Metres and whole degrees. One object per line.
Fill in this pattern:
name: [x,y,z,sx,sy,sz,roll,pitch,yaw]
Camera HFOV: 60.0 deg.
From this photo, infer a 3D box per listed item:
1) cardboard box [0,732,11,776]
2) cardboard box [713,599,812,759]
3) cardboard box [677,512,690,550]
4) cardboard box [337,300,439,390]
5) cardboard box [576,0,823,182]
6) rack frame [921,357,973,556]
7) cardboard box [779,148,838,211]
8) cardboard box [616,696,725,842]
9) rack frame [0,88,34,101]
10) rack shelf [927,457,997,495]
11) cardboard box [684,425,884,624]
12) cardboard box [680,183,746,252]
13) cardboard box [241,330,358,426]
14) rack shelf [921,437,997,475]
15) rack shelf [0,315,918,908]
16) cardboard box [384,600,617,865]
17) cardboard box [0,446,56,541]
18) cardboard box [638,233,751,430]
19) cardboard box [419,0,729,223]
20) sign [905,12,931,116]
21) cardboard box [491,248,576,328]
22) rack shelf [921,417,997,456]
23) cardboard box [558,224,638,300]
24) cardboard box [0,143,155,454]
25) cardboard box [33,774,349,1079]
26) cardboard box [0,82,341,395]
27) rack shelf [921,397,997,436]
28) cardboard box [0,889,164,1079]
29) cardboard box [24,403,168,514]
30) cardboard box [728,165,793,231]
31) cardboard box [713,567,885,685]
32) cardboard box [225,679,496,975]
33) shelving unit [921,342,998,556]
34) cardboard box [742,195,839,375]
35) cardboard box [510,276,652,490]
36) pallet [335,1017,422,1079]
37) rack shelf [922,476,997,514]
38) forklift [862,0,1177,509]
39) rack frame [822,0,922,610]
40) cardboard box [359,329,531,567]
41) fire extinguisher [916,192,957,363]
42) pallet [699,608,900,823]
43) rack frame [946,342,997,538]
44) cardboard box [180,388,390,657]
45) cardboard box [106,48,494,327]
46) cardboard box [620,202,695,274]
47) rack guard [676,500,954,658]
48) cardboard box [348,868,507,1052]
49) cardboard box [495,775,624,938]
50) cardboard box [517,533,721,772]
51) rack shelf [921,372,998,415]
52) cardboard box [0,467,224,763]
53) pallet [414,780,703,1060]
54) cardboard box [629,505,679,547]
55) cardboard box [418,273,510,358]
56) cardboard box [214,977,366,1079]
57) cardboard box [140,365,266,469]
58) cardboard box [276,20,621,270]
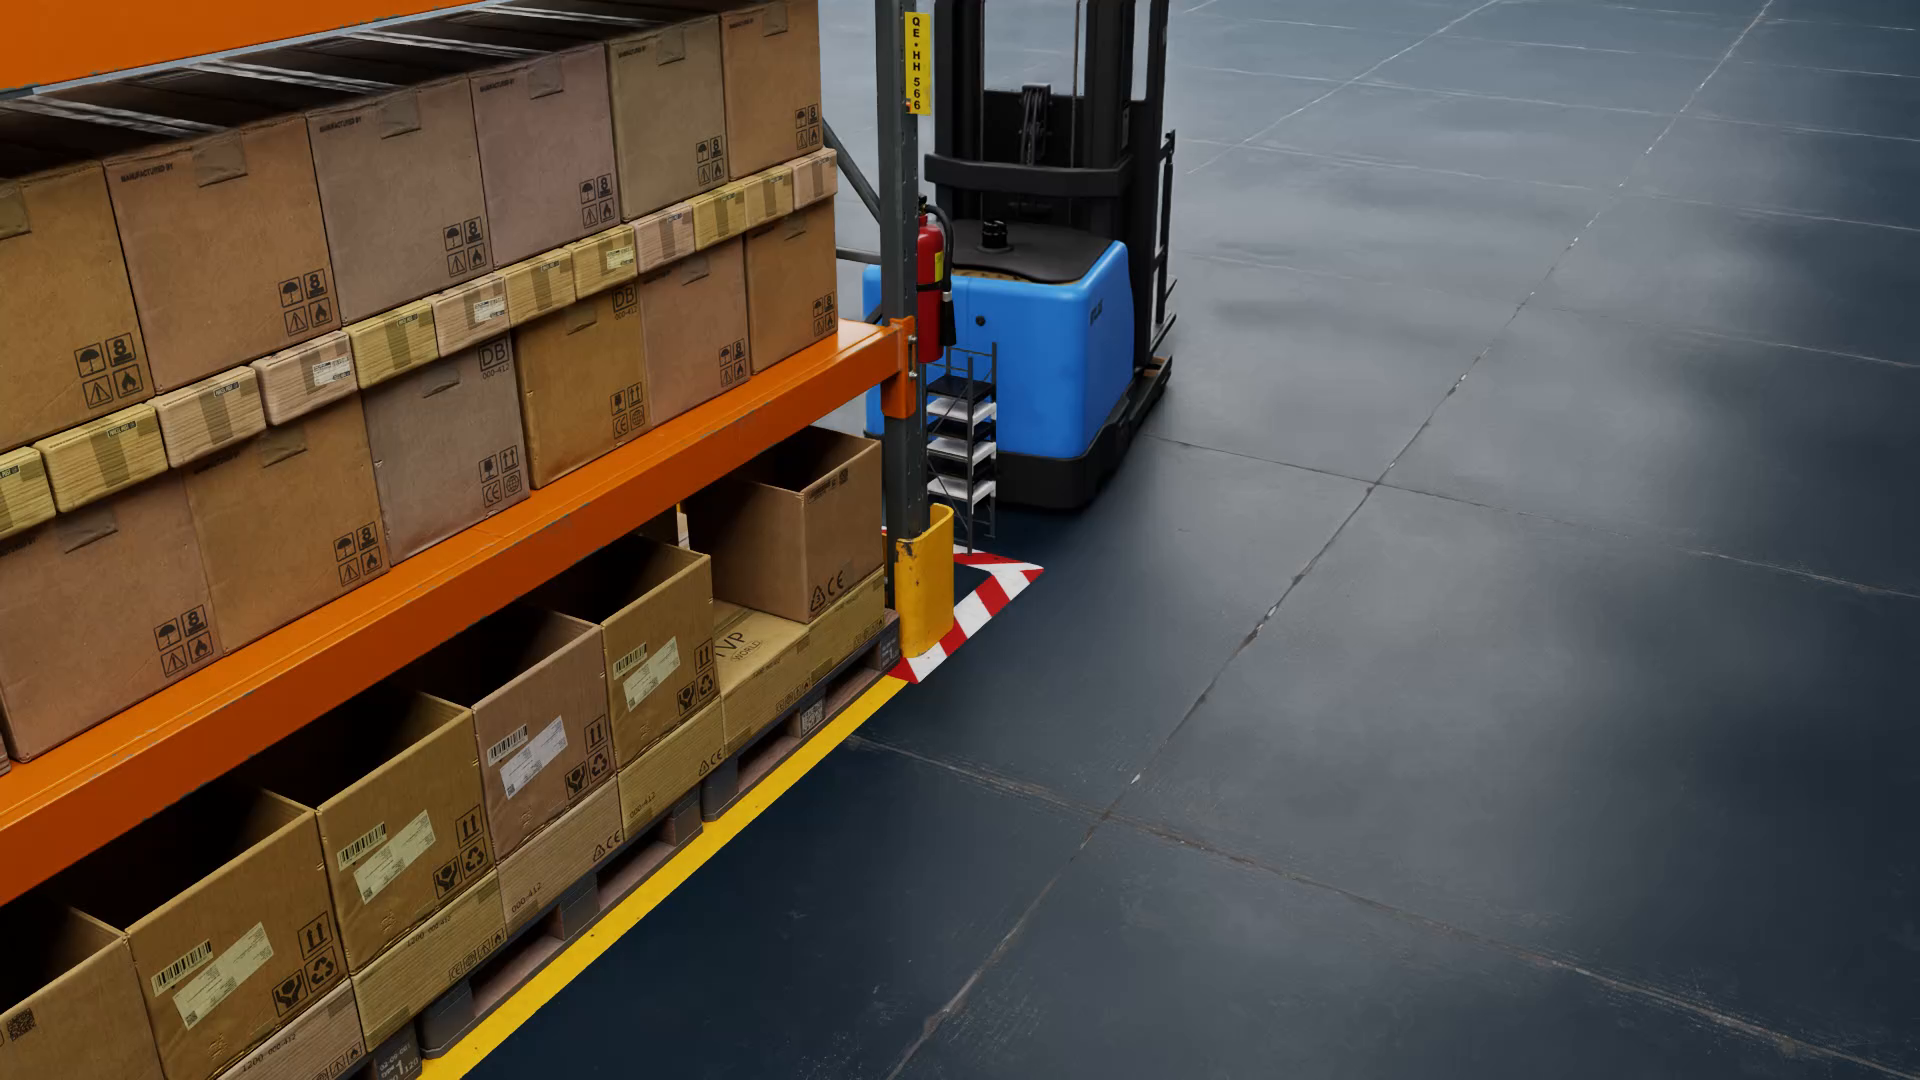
cardboard box: [-2.361,0.274,3.240,0.700,0.500,0.500,13,30,25]
cardboard box: [-0.849,0.448,5.607,0.500,0.250,0.500,14,30,26]
cardboard box: [-1.064,0.136,6.230,0.500,0.250,0.500,14,30,26]
cardboard box: [-1.514,-0.508,4.078,0.380,0.149,0.250,14,30,26]
cardboard box: [-0.873,-1.491,5.316,0.700,0.500,0.500,14,30,26]
rack frame: [-0.054,-0.360,6.963,0.240,0.900,0.006,14,30,26]
cardboard box: [-0.628,-1.210,5.479,0.380,0.149,0.250,14,30,25]
cardboard box: [-1.093,0.643,5.217,0.500,0.250,0.500,14,30,26]
rack frame: [-4.917,-2.158,8.210,1.000,3.000,0.127,14,30,26]
rack shelf: [-0.004,-0.289,7.098,0.258,0.077,0.200,14,30,26]
cardboard box: [-0.611,-0.085,5.833,0.500,0.500,0.500,14,30,26]
cardboard box: [-0.882,-1.008,5.076,0.380,0.149,0.250,14,30,25]
cardboard box: [-1.643,-0.407,3.875,0.380,0.149,0.250,13,30,25]
rack shelf: [-0.004,-0.370,7.057,0.258,0.077,0.200,14,30,26]
rack shelf: [-1.590,0.035,4.632,1.077,0.370,4.000,14,30,26]
cardboard box: [-1.337,0.503,4.660,0.500,0.500,0.500,14,30,26]
cardboard box: [-2.024,-0.103,3.268,0.380,0.149,0.250,13,30,25]
cardboard box: [-1.101,-0.726,5.237,0.700,0.500,0.500,15,30,27]
cardboard box: [-1.127,-1.285,4.904,0.700,0.500,0.500,13,30,25]
sign: [-0.141,-1.565,5.466,0.100,0.325,0.005,14,30,26]
cardboard box: [-1.264,-0.705,4.470,0.380,0.149,0.250,15,30,27]
rack shelf: [-0.004,-0.450,7.017,0.258,0.077,0.200,14,30,26]
cardboard box: [-1.136,-0.808,4.676,0.380,0.149,0.250,15,30,28]
cardboard box: [-2.114,-0.503,3.343,0.700,0.500,0.500,14,30,26]
cardboard box: [-1.834,0.891,3.884,0.500,0.500,0.500,14,30,26]
cardboard box: [-1.867,-0.698,3.733,0.700,0.500,0.500,14,30,26]
rack shelf: [-0.004,-0.531,6.977,0.258,0.077,0.200,14,30,26]
cardboard box: [-2.073,1.088,3.491,0.500,0.500,0.500,14,30,26]
cardboard box: [-1.897,-0.205,3.472,0.380,0.149,0.250,14,30,26]
cardboard box: [-0.756,-1.107,5.275,0.380,0.149,0.250,15,30,27]
cardboard box: [-0.613,0.250,6.002,0.500,0.250,0.500,14,30,26]
cardboard box: [-1.582,0.698,4.269,0.500,0.500,0.500,14,30,26]
shelving unit: [-0.004,-0.399,7.042,0.258,0.900,0.210,14,30,26]
cardboard box: [-0.847,-0.931,5.648,0.700,0.500,0.500,14,30,26]
cardboard box: [-1.351,-0.533,4.853,0.700,0.500,0.500,14,30,26]
pallet: [-2.146,1.439,4.139,1.003,0.211,1.213,14,30,26]
rack shelf: [-0.004,-0.209,7.138,0.258,0.077,0.200,14,30,26]
forklift: [0.497,-2.087,8.145,1.130,2.935,3.031,8,28,16]
rack frame: [-0.606,-1.066,6.028,1.000,3.000,0.127,14,30,26]
cardboard box: [-1.606,-0.327,4.441,0.700,0.500,0.500,15,30,28]
fire extinguisher: [-0.144,-0.975,5.933,0.296,0.674,0.183,14,30,26]
pallet: [-0.946,0.488,6.038,1.003,0.211,1.213,14,30,26]
rack frame: [0.046,-0.439,7.122,0.240,0.900,0.006,14,30,26]
cardboard box: [-1.857,-0.128,4.042,0.700,0.500,0.500,15,30,27]
cardboard box: [-1.621,-0.893,4.122,0.700,0.500,0.500,14,30,26]
cardboard box: [-1.007,-0.910,4.881,0.380,0.149,0.250,15,30,27]
rack guard: [-0.595,0.043,6.606,1.175,0.500,0.348,14,30,26]
cardboard box: [-1.581,1.033,4.437,0.500,0.250,0.500,14,30,26]
cardboard box: [-1.340,0.837,4.829,0.500,0.250,0.500,14,30,26]
cardboard box: [-1.090,0.308,5.048,0.500,0.500,0.500,14,30,26]
rack shelf: [-0.004,-0.611,6.937,0.258,0.077,0.200,14,30,26]
cardboard box: [-2.108,0.067,3.653,0.700,0.500,0.500,14,30,26]
pallet: [-1.547,0.962,5.092,1.003,0.211,1.213,14,30,26]
cardboard box: [-1.308,-0.004,5.672,0.500,0.500,0.500,14,30,26]
cardboard box: [-1.390,-0.605,4.271,0.380,0.149,0.250,14,30,25]
cardboard box: [-1.832,1.227,4.050,0.500,0.250,0.500,14,30,26]
cardboard box: [-1.772,-0.302,3.666,0.380,0.149,0.250,13,29,24]
cardboard box: [-1.375,-1.088,4.512,0.700,0.500,0.500,14,30,26]
